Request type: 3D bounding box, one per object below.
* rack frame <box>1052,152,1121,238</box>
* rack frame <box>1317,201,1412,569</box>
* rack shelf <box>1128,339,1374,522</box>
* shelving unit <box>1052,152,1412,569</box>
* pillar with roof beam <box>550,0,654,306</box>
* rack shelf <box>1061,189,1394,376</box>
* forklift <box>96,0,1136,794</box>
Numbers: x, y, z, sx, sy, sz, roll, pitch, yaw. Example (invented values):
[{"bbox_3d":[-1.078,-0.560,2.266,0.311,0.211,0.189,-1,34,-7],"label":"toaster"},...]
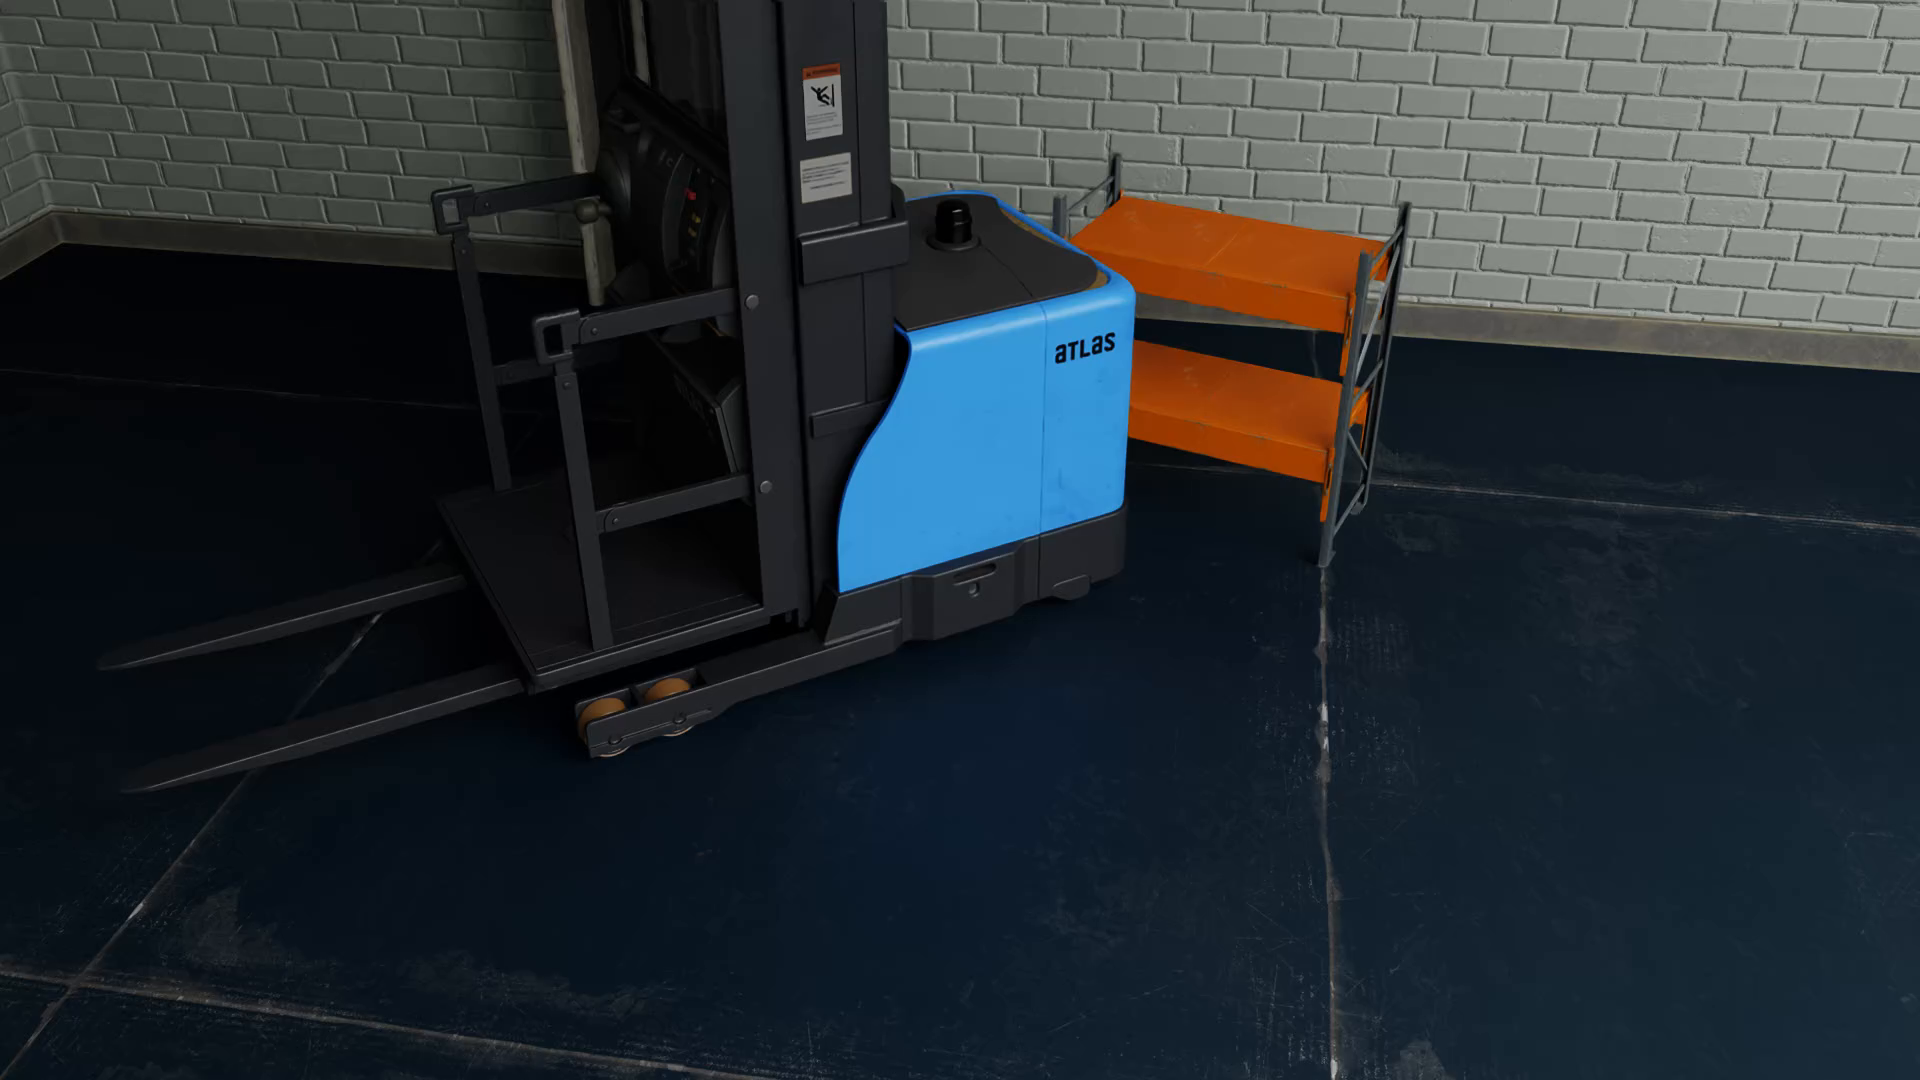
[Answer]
[{"bbox_3d":[0.432,-0.751,5.889,0.032,1.125,0.500,15,35,23],"label":"rack frame"},{"bbox_3d":[1.334,-0.501,5.490,0.032,1.125,0.500,15,35,23],"label":"rack frame"},{"bbox_3d":[0.883,-0.419,5.820,1.000,0.278,0.538,15,35,23],"label":"rack shelf"},{"bbox_3d":[0.883,-0.626,5.690,1.048,1.125,0.538,15,35,23],"label":"shelving unit"},{"bbox_3d":[-2.161,-2.675,1.543,0.400,9.000,9.100,5,32,8],"label":"pillar with roof beam"},{"bbox_3d":[0.883,-0.874,5.534,1.000,0.278,0.538,15,35,23],"label":"rack shelf"},{"bbox_3d":[-0.999,-0.943,4.494,3.031,2.935,1.130,-16,36,-24],"label":"forklift"}]
